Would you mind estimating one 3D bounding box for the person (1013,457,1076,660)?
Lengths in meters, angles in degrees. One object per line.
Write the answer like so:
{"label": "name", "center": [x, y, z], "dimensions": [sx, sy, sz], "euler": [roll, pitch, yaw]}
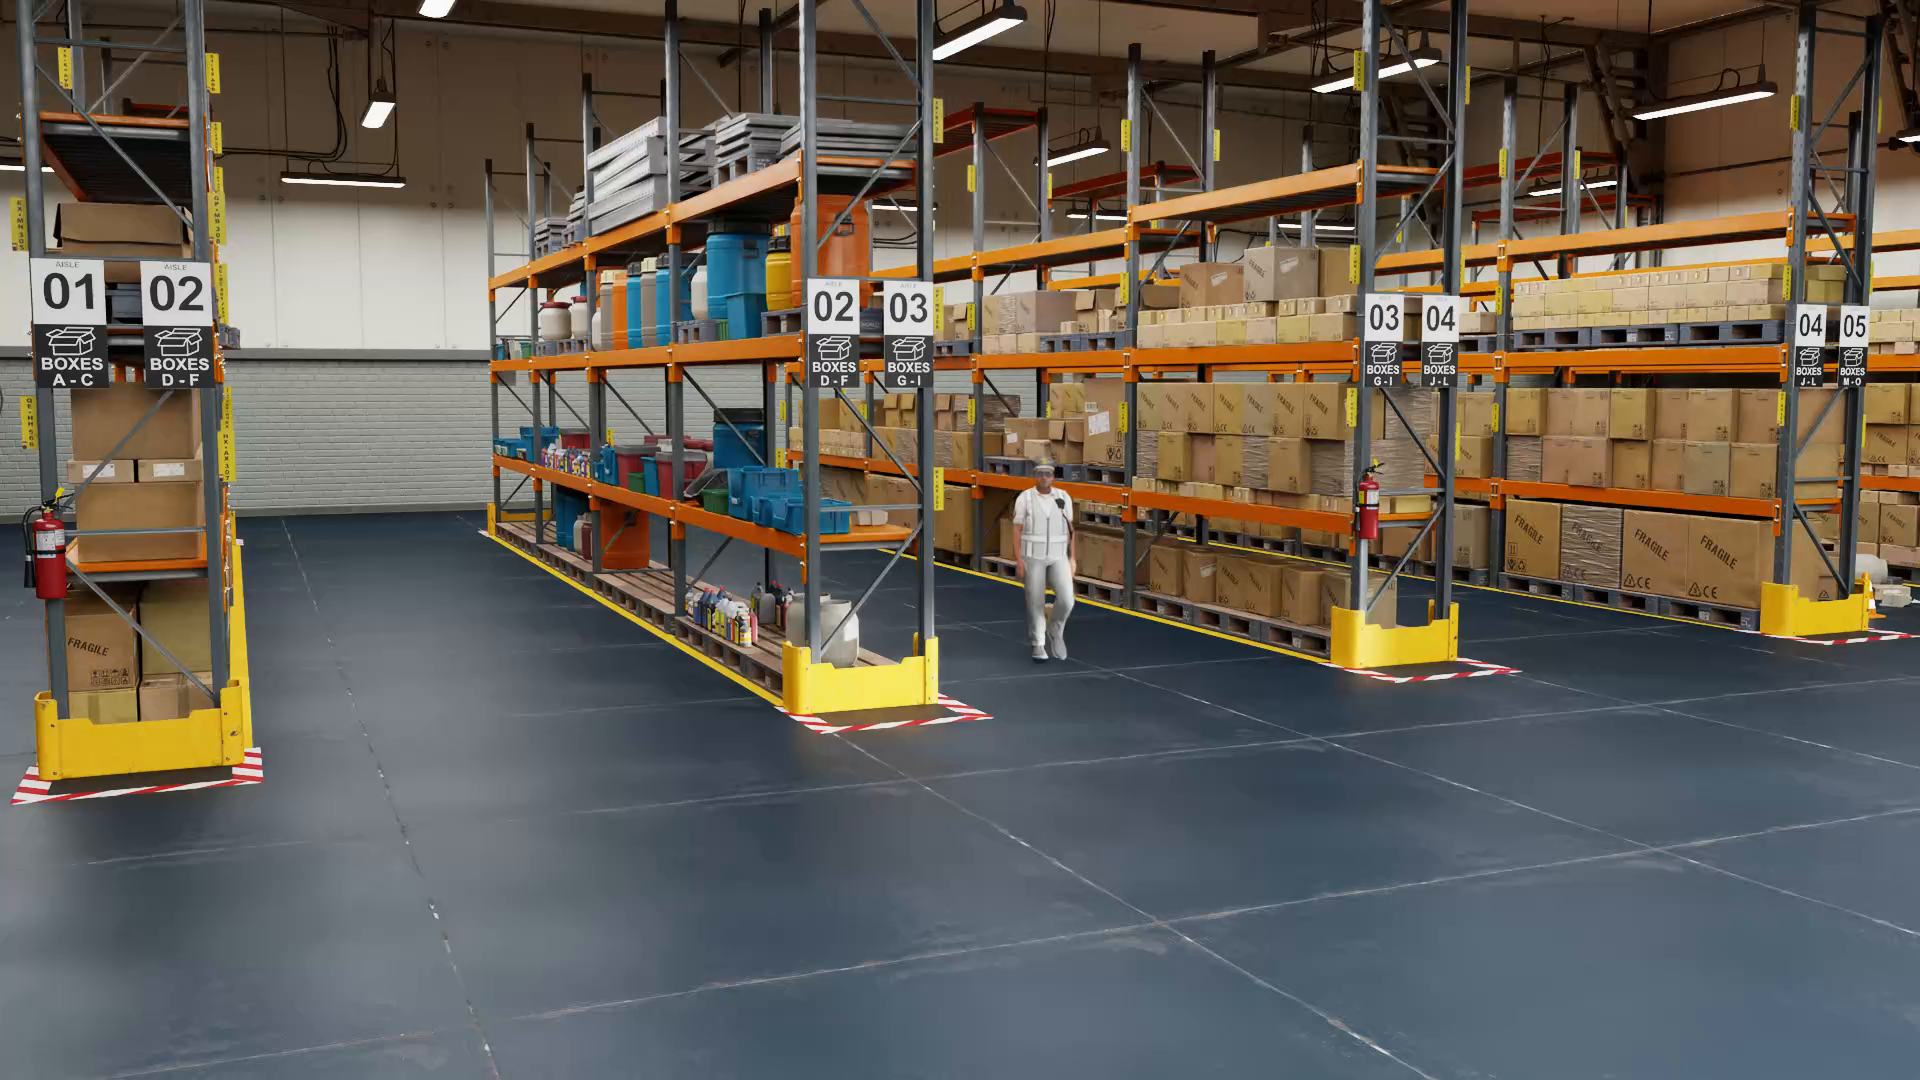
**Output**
{"label": "person", "center": [0.752, 0.175, 14.596], "dimensions": [0.568, 1.802, 0.462], "euler": [-1, 5, -6]}
